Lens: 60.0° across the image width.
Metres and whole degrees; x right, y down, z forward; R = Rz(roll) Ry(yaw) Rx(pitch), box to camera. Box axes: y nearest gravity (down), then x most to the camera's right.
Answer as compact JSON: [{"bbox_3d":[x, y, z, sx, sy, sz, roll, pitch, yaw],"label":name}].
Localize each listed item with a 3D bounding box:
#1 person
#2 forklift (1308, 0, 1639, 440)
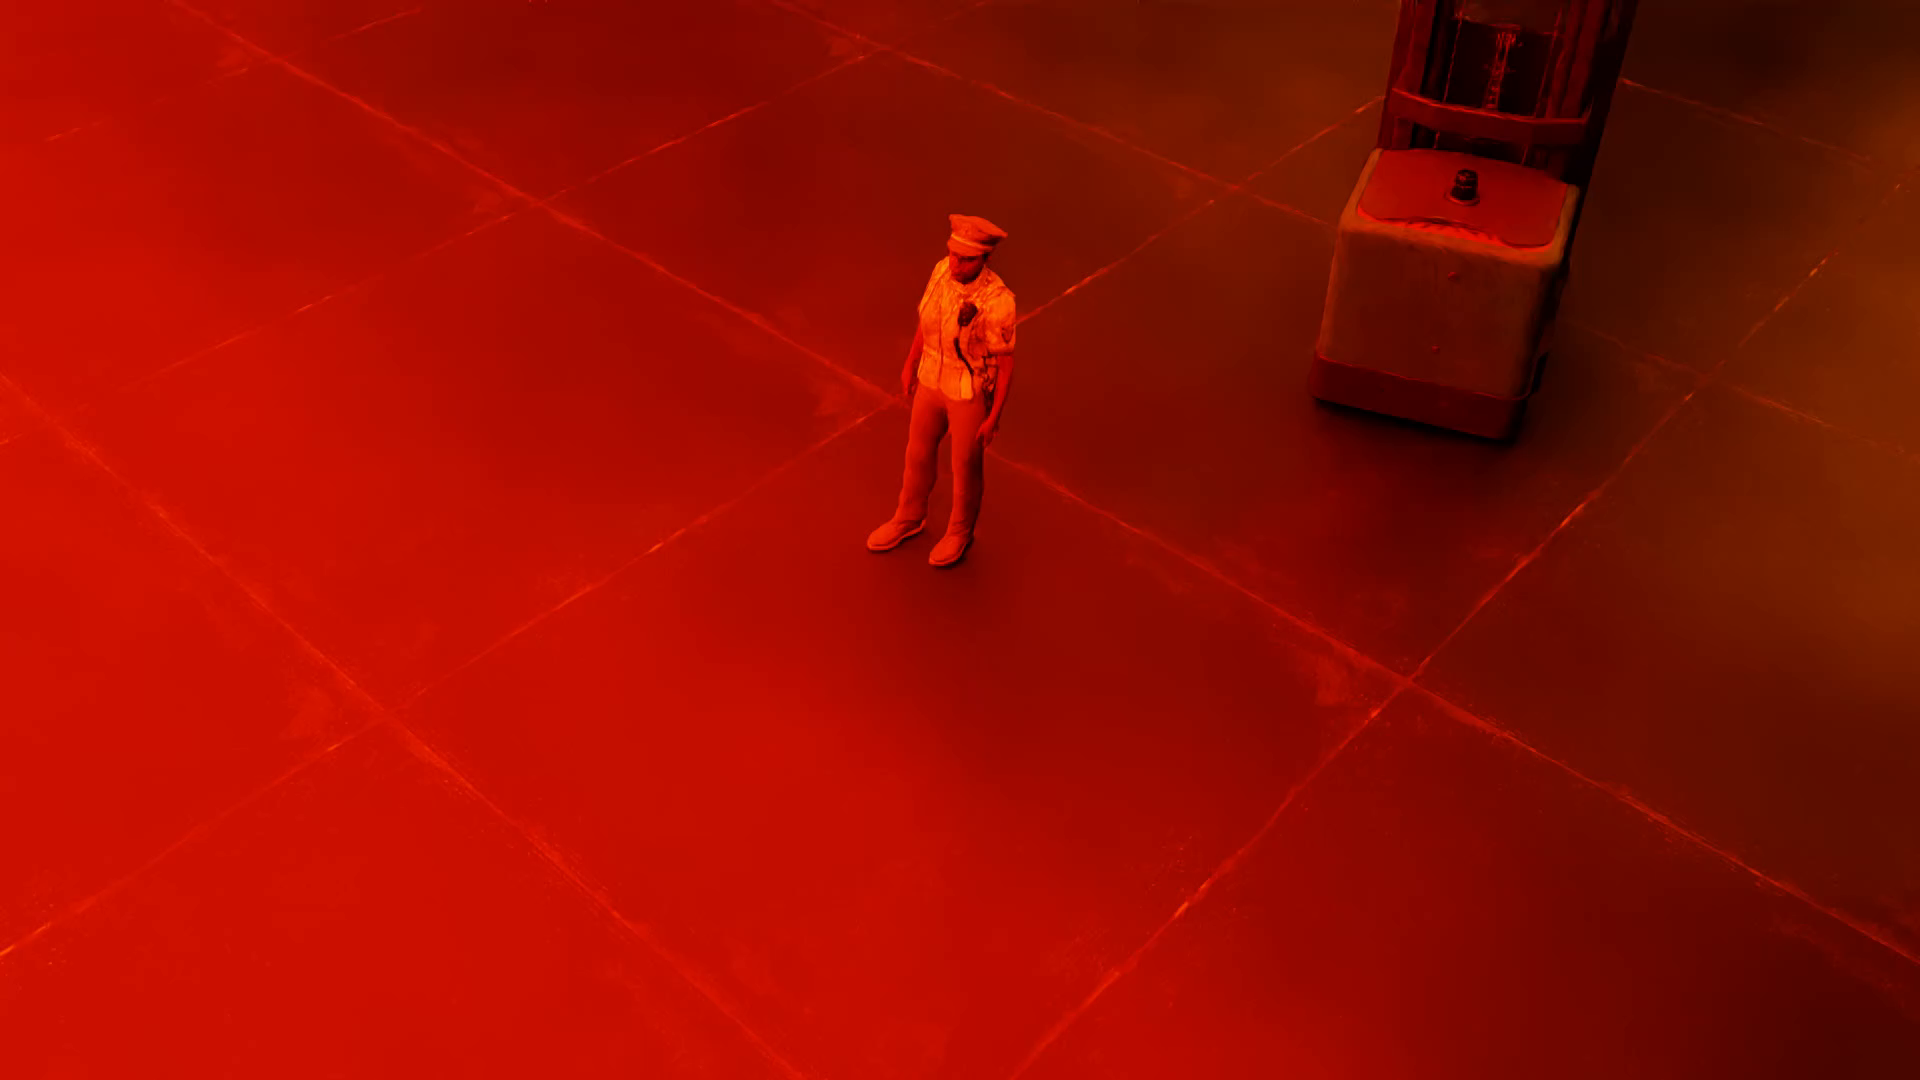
[{"bbox_3d":[-0.065,-0.622,7.091,0.570,1.695,0.529,31,49,31],"label":"person"},{"bbox_3d":[2.805,-2.568,8.422,1.130,2.935,3.031,15,43,17],"label":"forklift"}]
